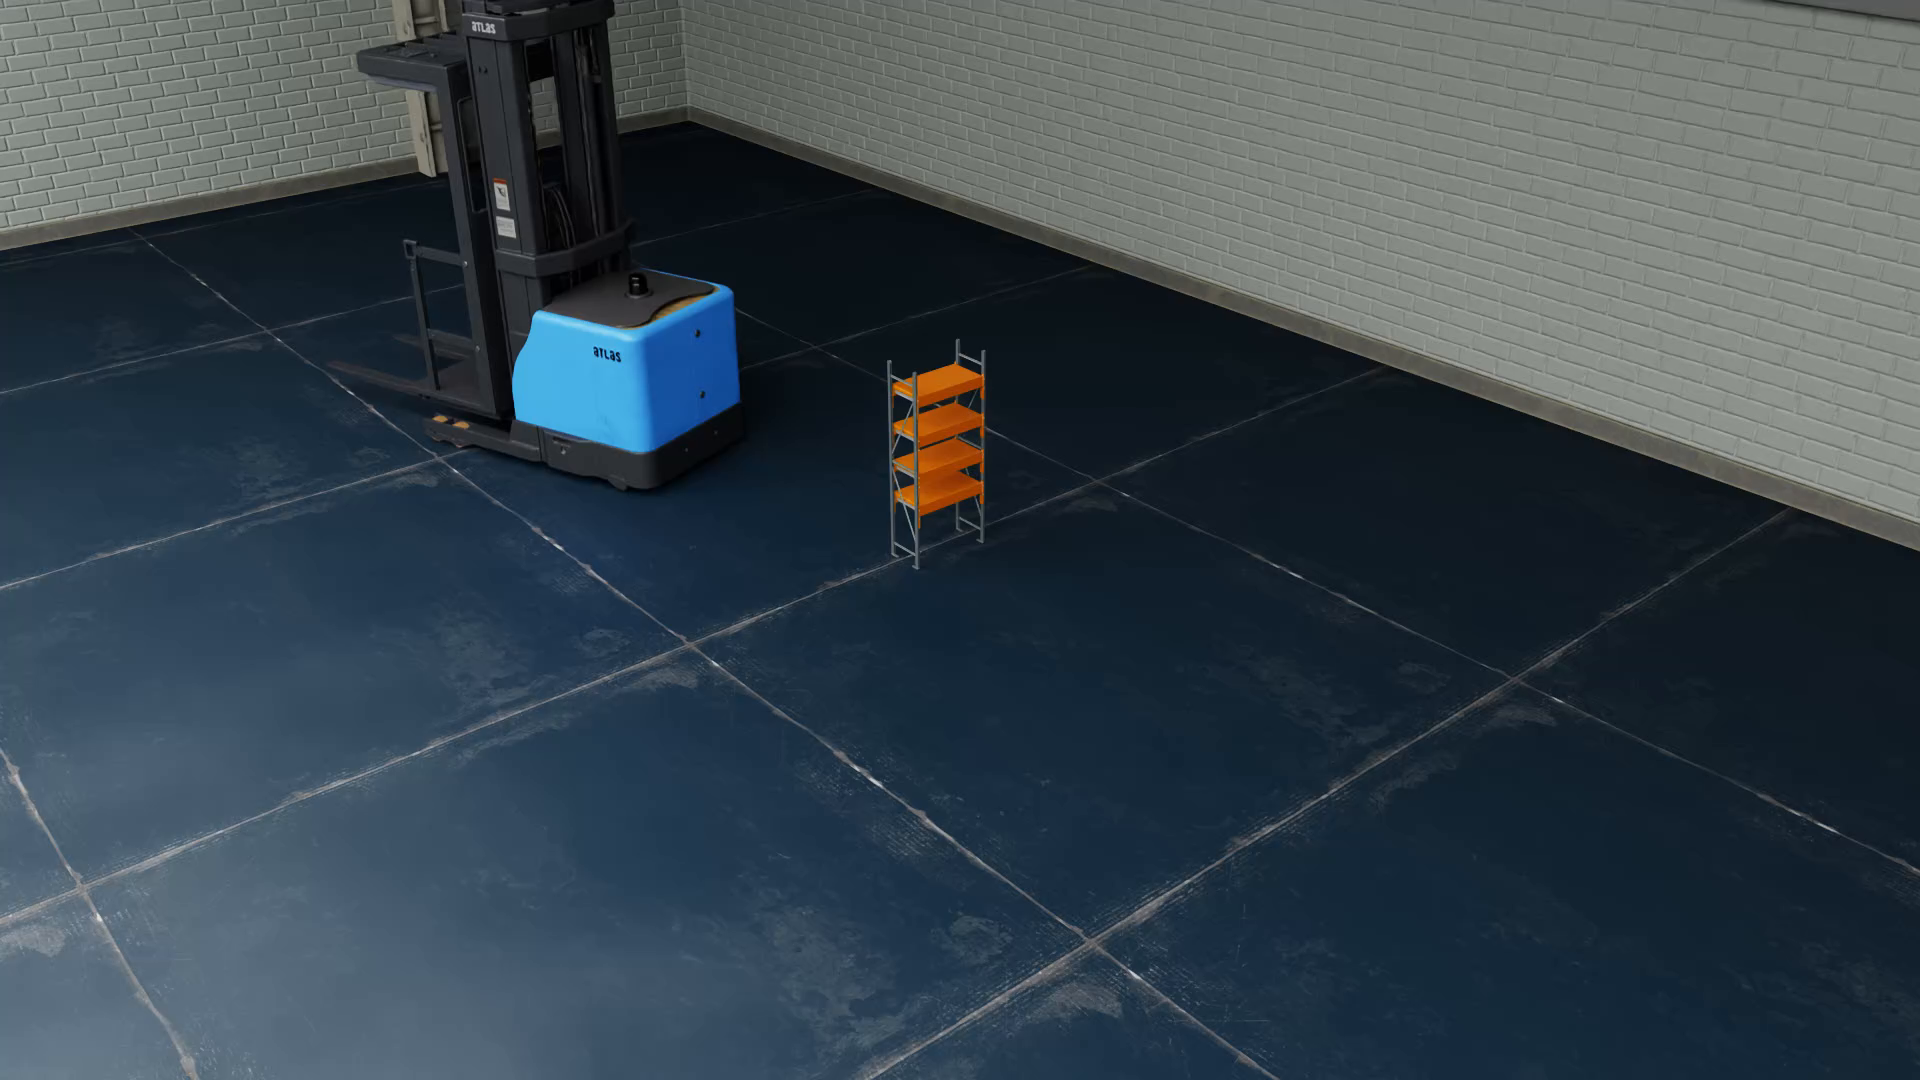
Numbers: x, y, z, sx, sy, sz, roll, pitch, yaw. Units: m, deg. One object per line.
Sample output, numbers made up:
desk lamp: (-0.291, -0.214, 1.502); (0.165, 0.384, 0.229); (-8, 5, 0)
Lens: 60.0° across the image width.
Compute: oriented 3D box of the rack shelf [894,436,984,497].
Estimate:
rack shelf: (-0.126, -0.419, 9.404); (0.480, 0.148, 0.258); (-22, 35, -35)

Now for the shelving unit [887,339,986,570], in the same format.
shelving unit: (-0.126, -0.479, 9.372); (0.503, 1.200, 0.258); (-22, 35, -35)

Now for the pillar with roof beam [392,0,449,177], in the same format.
pillar with roof beam: (-2.393, -6.136, 11.684); (0.400, 9.000, 9.100); (-22, 35, -35)

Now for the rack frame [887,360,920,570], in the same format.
rack frame: (-0.312, -0.404, 9.233); (0.015, 1.200, 0.240); (-22, 35, -35)

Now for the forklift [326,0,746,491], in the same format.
forklift: (-2.939, -2.096, 10.562); (3.031, 2.935, 1.130); (15, 32, 26)

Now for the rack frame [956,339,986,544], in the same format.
rack frame: (0.060, -0.553, 9.512); (0.015, 1.200, 0.240); (-22, 35, -35)

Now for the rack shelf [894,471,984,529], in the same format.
rack shelf: (-0.126, -0.244, 9.498); (0.480, 0.148, 0.258); (-22, 35, -35)

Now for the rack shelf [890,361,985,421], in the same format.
rack shelf: (-0.126, -0.825, 9.187); (0.480, 0.148, 0.258); (-22, 35, -35)

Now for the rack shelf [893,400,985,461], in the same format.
rack shelf: (-0.126, -0.616, 9.299); (0.480, 0.148, 0.258); (-22, 35, -35)
